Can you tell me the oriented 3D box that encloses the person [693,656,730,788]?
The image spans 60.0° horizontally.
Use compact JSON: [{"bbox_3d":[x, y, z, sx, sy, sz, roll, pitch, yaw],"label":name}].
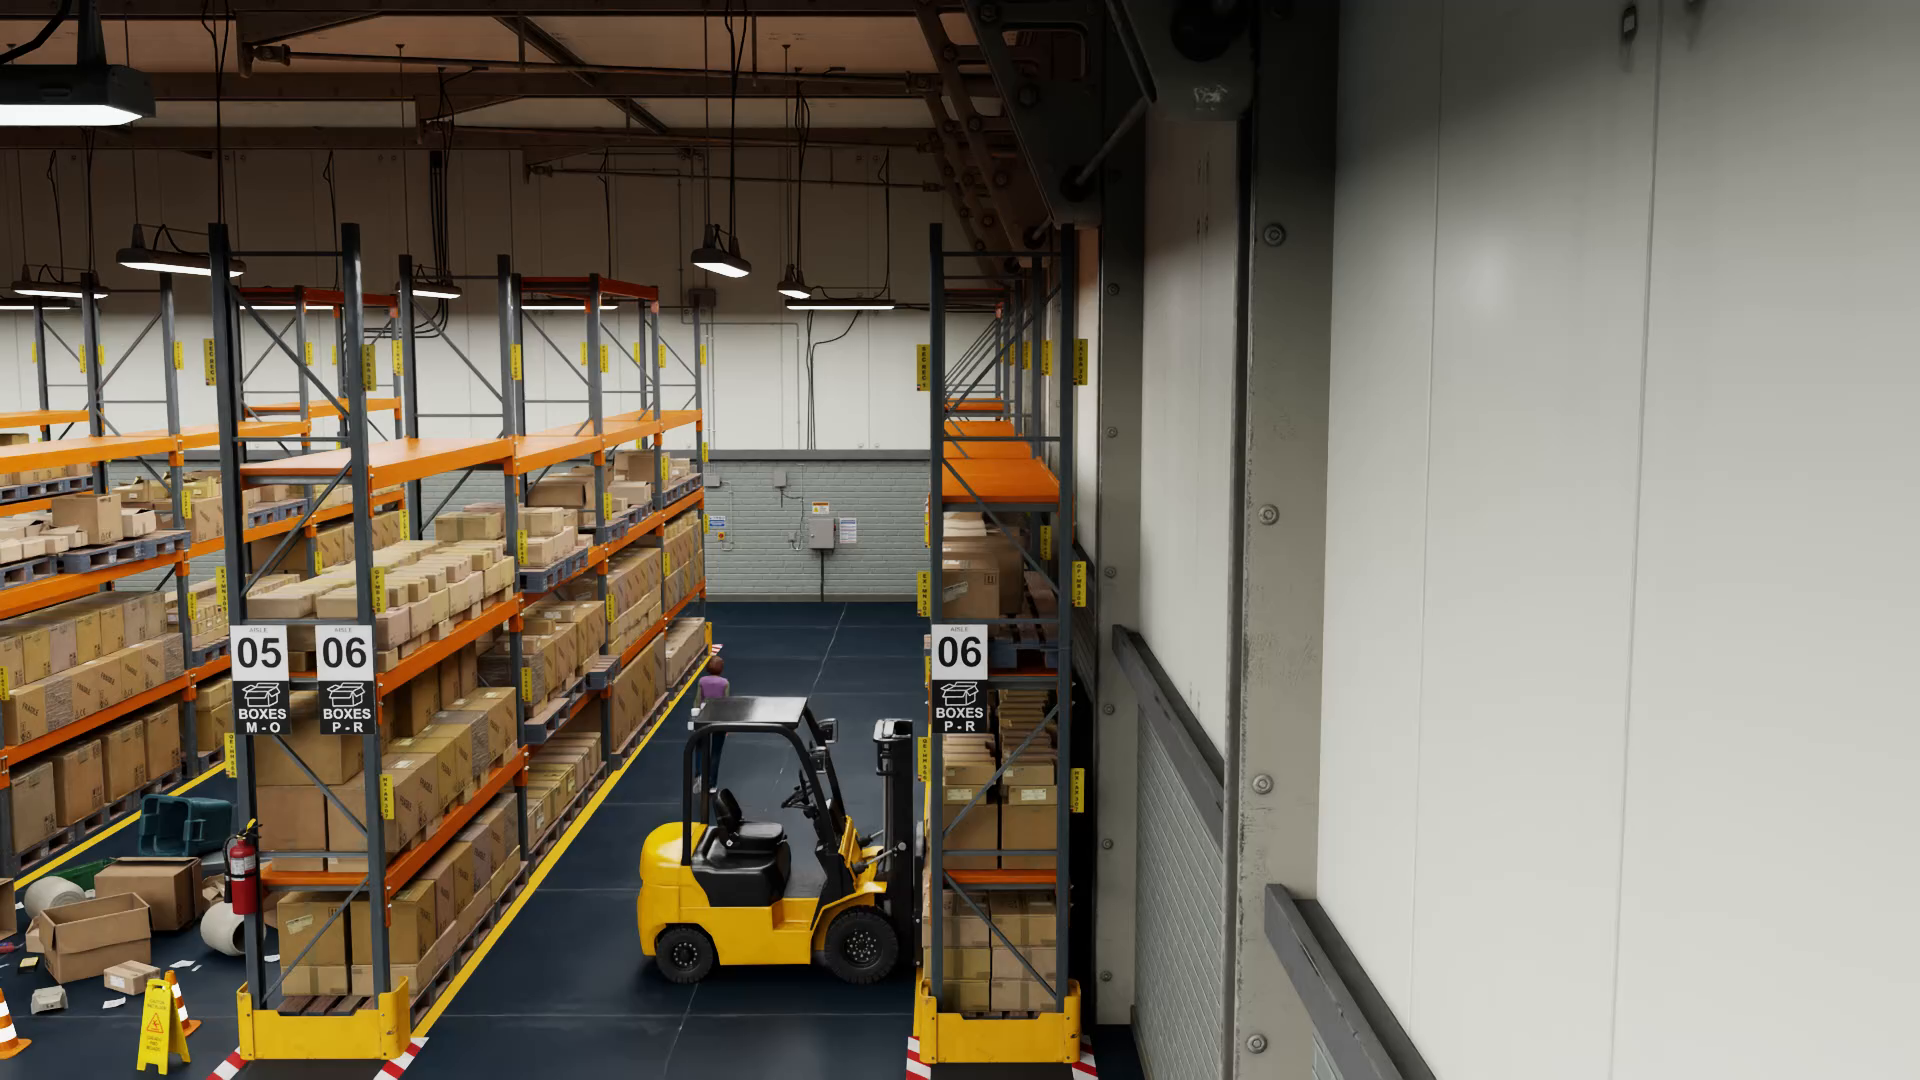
[{"bbox_3d":[-2.862,2.105,19.131,0.444,1.526,0.429,0,7,2],"label":"person"}]
